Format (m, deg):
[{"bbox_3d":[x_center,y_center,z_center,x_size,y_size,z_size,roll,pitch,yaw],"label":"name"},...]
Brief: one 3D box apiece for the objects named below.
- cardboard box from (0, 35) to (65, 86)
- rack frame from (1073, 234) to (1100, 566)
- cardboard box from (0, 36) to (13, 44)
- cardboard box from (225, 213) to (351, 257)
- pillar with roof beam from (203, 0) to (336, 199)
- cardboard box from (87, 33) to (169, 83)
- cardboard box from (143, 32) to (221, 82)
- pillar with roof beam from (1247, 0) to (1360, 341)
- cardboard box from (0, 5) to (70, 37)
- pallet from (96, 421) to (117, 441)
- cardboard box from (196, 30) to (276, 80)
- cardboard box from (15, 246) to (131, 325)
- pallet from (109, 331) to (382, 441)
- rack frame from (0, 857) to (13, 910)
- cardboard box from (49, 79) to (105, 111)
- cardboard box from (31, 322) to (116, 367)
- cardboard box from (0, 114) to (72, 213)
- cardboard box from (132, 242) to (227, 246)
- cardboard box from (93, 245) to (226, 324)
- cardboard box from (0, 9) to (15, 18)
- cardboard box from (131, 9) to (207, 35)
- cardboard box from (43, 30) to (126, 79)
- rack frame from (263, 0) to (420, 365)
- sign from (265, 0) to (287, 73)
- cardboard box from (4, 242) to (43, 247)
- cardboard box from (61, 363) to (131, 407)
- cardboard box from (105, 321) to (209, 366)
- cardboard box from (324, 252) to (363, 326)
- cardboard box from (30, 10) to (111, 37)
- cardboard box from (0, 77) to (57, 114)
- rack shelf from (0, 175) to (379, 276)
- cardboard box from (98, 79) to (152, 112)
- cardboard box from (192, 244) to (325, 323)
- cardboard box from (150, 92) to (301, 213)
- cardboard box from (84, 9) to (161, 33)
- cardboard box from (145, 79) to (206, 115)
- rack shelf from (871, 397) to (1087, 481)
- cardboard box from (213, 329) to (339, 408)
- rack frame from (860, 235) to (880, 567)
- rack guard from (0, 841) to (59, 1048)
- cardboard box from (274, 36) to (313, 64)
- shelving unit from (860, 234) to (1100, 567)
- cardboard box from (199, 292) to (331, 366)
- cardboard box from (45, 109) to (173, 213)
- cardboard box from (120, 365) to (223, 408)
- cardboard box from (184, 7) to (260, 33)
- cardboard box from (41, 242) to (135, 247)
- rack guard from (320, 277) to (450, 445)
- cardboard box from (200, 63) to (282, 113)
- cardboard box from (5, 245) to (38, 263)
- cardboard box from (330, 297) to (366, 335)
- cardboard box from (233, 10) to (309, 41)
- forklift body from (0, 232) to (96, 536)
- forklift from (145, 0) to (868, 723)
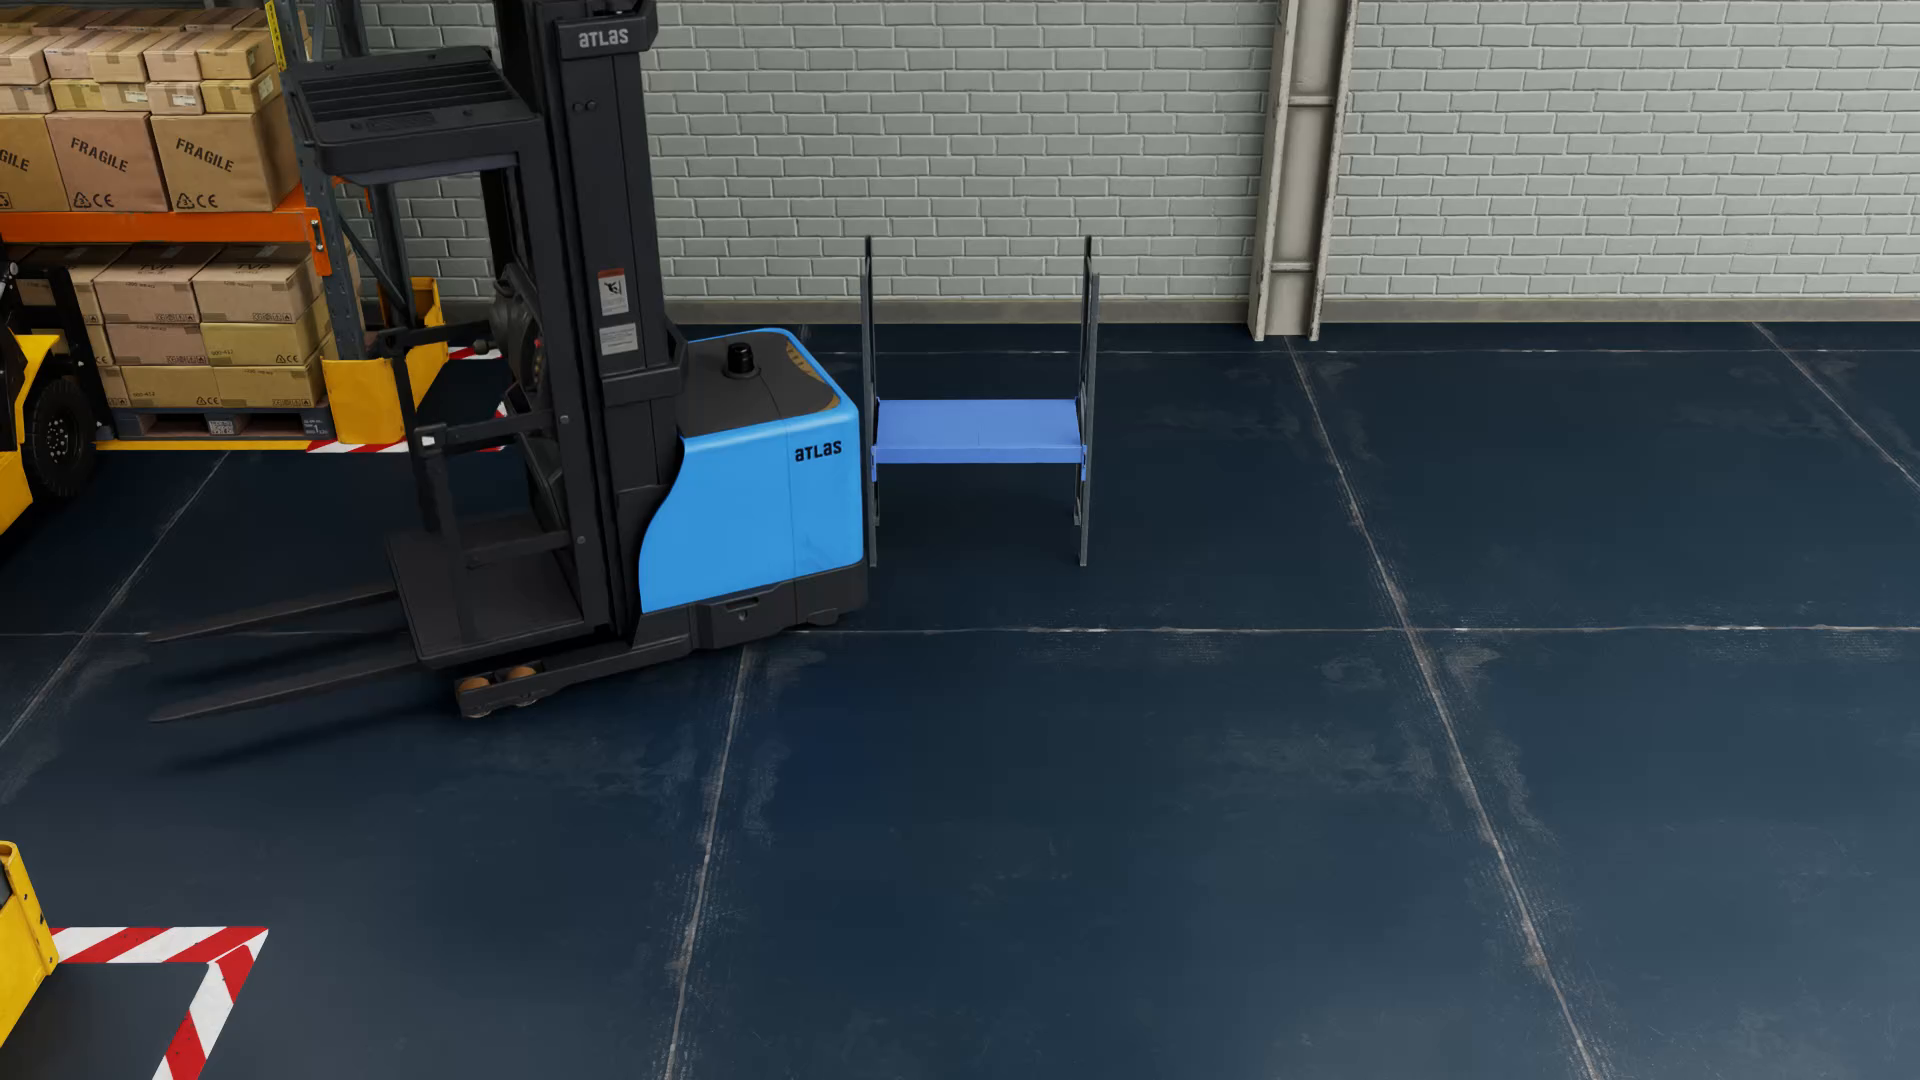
[{"bbox_3d":[-4.656,-2.394,8.296,0.250,0.149,0.380,1,31,1],"label":"cardboard box"},{"bbox_3d":[0.594,-0.643,7.864,0.032,1.500,0.500,0,31,0],"label":"rack frame"},{"bbox_3d":[-4.915,-2.391,8.290,0.250,0.149,0.380,0,31,1],"label":"cardboard box"},{"bbox_3d":[-3.764,-1.638,9.340,0.500,0.250,0.500,-1,31,-1],"label":"cardboard box"},{"bbox_3d":[-3.958,-2.907,4.366,0.400,9.000,9.100,0,31,0],"label":"pillar with roof beam"},{"bbox_3d":[-4.147,-2.415,8.330,0.250,0.149,0.380,0,31,1],"label":"cardboard box"},{"bbox_3d":[-3.886,-2.430,8.354,0.250,0.149,0.380,0,31,0],"label":"cardboard box"},{"bbox_3d":[2.042,-2.926,4.397,0.400,9.000,9.100,0,31,0],"label":"pillar with roof beam"},{"bbox_3d":[-4.919,-2.719,8.831,0.250,0.149,0.380,-1,31,-1],"label":"cardboard box"},{"bbox_3d":[-5.264,-0.891,9.515,1.213,0.211,1.003,0,31,0],"label":"pallet"},{"bbox_3d":[-3.639,-2.447,8.382,0.250,0.149,0.380,0,31,0],"label":"cardboard box"},{"bbox_3d":[-4.756,-1.367,8.893,0.500,0.250,0.500,0,31,0],"label":"cardboard box"},{"bbox_3d":[-4.047,-0.893,9.519,1.213,0.211,1.003,0,31,0],"label":"pallet"},{"bbox_3d":[-3.248,0.465,4.592,0.127,3.000,1.000,0,31,0],"label":"rack frame"},{"bbox_3d":[-4.390,-2.303,8.433,0.250,0.149,0.380,0,31,-1],"label":"cardboard box"},{"bbox_3d":[-4.785,-1.155,9.026,0.500,0.250,0.500,-1,31,-1],"label":"cardboard box"},{"bbox_3d":[-4.804,-2.016,8.585,0.500,0.500,0.500,-1,31,-1],"label":"cardboard box"},{"bbox_3d":[-4.264,-1.634,9.334,0.500,0.250,0.500,0,31,0],"label":"cardboard box"},{"bbox_3d":[-4.251,-1.373,8.904,0.500,0.250,0.500,0,31,1],"label":"cardboard box"},{"bbox_3d":[-5.166,-2.677,8.761,0.250,0.149,0.380,0,31,0],"label":"cardboard box"},{"bbox_3d":[-4.145,-2.675,8.759,0.250,0.149,0.380,0,31,1],"label":"cardboard box"},{"bbox_3d":[-4.396,-2.453,8.392,0.250,0.149,0.380,0,31,0],"label":"cardboard box"},{"bbox_3d":[-3.282,-2.110,8.835,0.127,3.000,1.000,0,31,0],"label":"rack frame"},{"bbox_3d":[-3.293,-2.425,8.010,0.005,0.325,0.100,0,31,0],"label":"sign"},{"bbox_3d":[-5.276,-1.640,9.344,0.500,0.250,0.500,-1,31,-1],"label":"cardboard box"},{"bbox_3d":[-4.748,-0.955,9.178,0.500,0.250,0.500,0,31,0],"label":"cardboard box"},{"bbox_3d":[-4.269,-1.168,9.047,0.500,0.250,0.500,0,31,-1],"label":"cardboard box"},{"bbox_3d":[-3.754,-1.434,9.485,0.500,0.250,0.500,0,31,1],"label":"cardboard box"},{"bbox_3d":[-4.656,-2.668,8.748,0.250,0.149,0.380,1,31,1],"label":"cardboard box"},{"bbox_3d":[-4.657,-2.278,8.391,0.250,0.149,0.380,-1,31,-2],"label":"cardboard box"},{"bbox_3d":[-5.282,-1.796,9.012,4.000,0.370,1.077,0,31,0],"label":"rack shelf"},{"bbox_3d":[-4.142,-2.298,8.424,0.250,0.149,0.380,0,31,1],"label":"cardboard box"},{"bbox_3d":[-3.741,-1.378,8.911,0.500,0.250,0.500,1,31,1],"label":"cardboard box"},{"bbox_3d":[-3.773,-2.015,8.582,0.500,0.500,0.500,-1,31,-1],"label":"cardboard box"},{"bbox_3d":[-4.393,-2.682,8.771,0.250,0.149,0.380,0,31,0],"label":"cardboard box"},{"bbox_3d":[-3.883,-2.267,8.373,0.250,0.149,0.380,0,31,0],"label":"cardboard box"},{"bbox_3d":[0.085,-0.488,7.955,1.000,0.185,0.538,0,31,0],"label":"rack shelf"},{"bbox_3d":[-3.750,-0.948,9.167,0.500,0.250,0.500,0,31,0],"label":"cardboard box"},{"bbox_3d":[-0.423,-0.640,7.859,0.032,1.500,0.500,0,31,0],"label":"rack frame"},{"bbox_3d":[-3.324,1.534,5.240,0.348,0.500,1.175,0,31,0],"label":"rack guard"},{"bbox_3d":[-3.623,-2.563,8.861,0.250,0.149,0.380,-1,31,-2],"label":"cardboard box"},{"bbox_3d":[0.085,-0.641,7.861,1.048,1.500,0.538,0,31,0],"label":"shelving unit"},{"bbox_3d":[-3.767,-1.164,9.040,0.500,0.250,0.500,-1,31,-1],"label":"cardboard box"},{"bbox_3d":[-4.292,-2.018,8.588,0.500,0.500,0.500,1,31,1],"label":"cardboard box"},{"bbox_3d":[-4.247,-0.952,9.173,0.500,0.250,0.500,0,31,0],"label":"cardboard box"},{"bbox_3d":[-3.886,-2.698,8.797,0.250,0.149,0.380,1,31,1],"label":"cardboard box"},{"bbox_3d":[-4.764,-1.638,9.341,0.500,0.250,0.500,0,31,-1],"label":"cardboard box"},{"bbox_3d":[-3.258,-1.041,9.484,0.348,0.500,1.175,0,31,0],"label":"rack guard"},{"bbox_3d":[-3.627,-2.283,8.400,0.250,0.149,0.380,0,31,0],"label":"cardboard box"},{"bbox_3d":[-5.263,-1.369,8.896,0.500,0.250,0.500,-1,31,-1],"label":"cardboard box"},{"bbox_3d":[-3.774,-1.214,9.604,0.500,0.250,0.500,0,31,0],"label":"cardboard box"},{"bbox_3d":[-3.619,-2.667,8.745,0.250,0.149,0.380,-1,31,-1],"label":"cardboard box"},{"bbox_3d":[-5.167,-0.795,7.486,1.214,2.155,2.313,0,31,0],"label":"forklift body"},{"bbox_3d":[-1.985,-0.817,6.770,3.031,2.935,1.130,-13,34,-21],"label":"forklift"}]
